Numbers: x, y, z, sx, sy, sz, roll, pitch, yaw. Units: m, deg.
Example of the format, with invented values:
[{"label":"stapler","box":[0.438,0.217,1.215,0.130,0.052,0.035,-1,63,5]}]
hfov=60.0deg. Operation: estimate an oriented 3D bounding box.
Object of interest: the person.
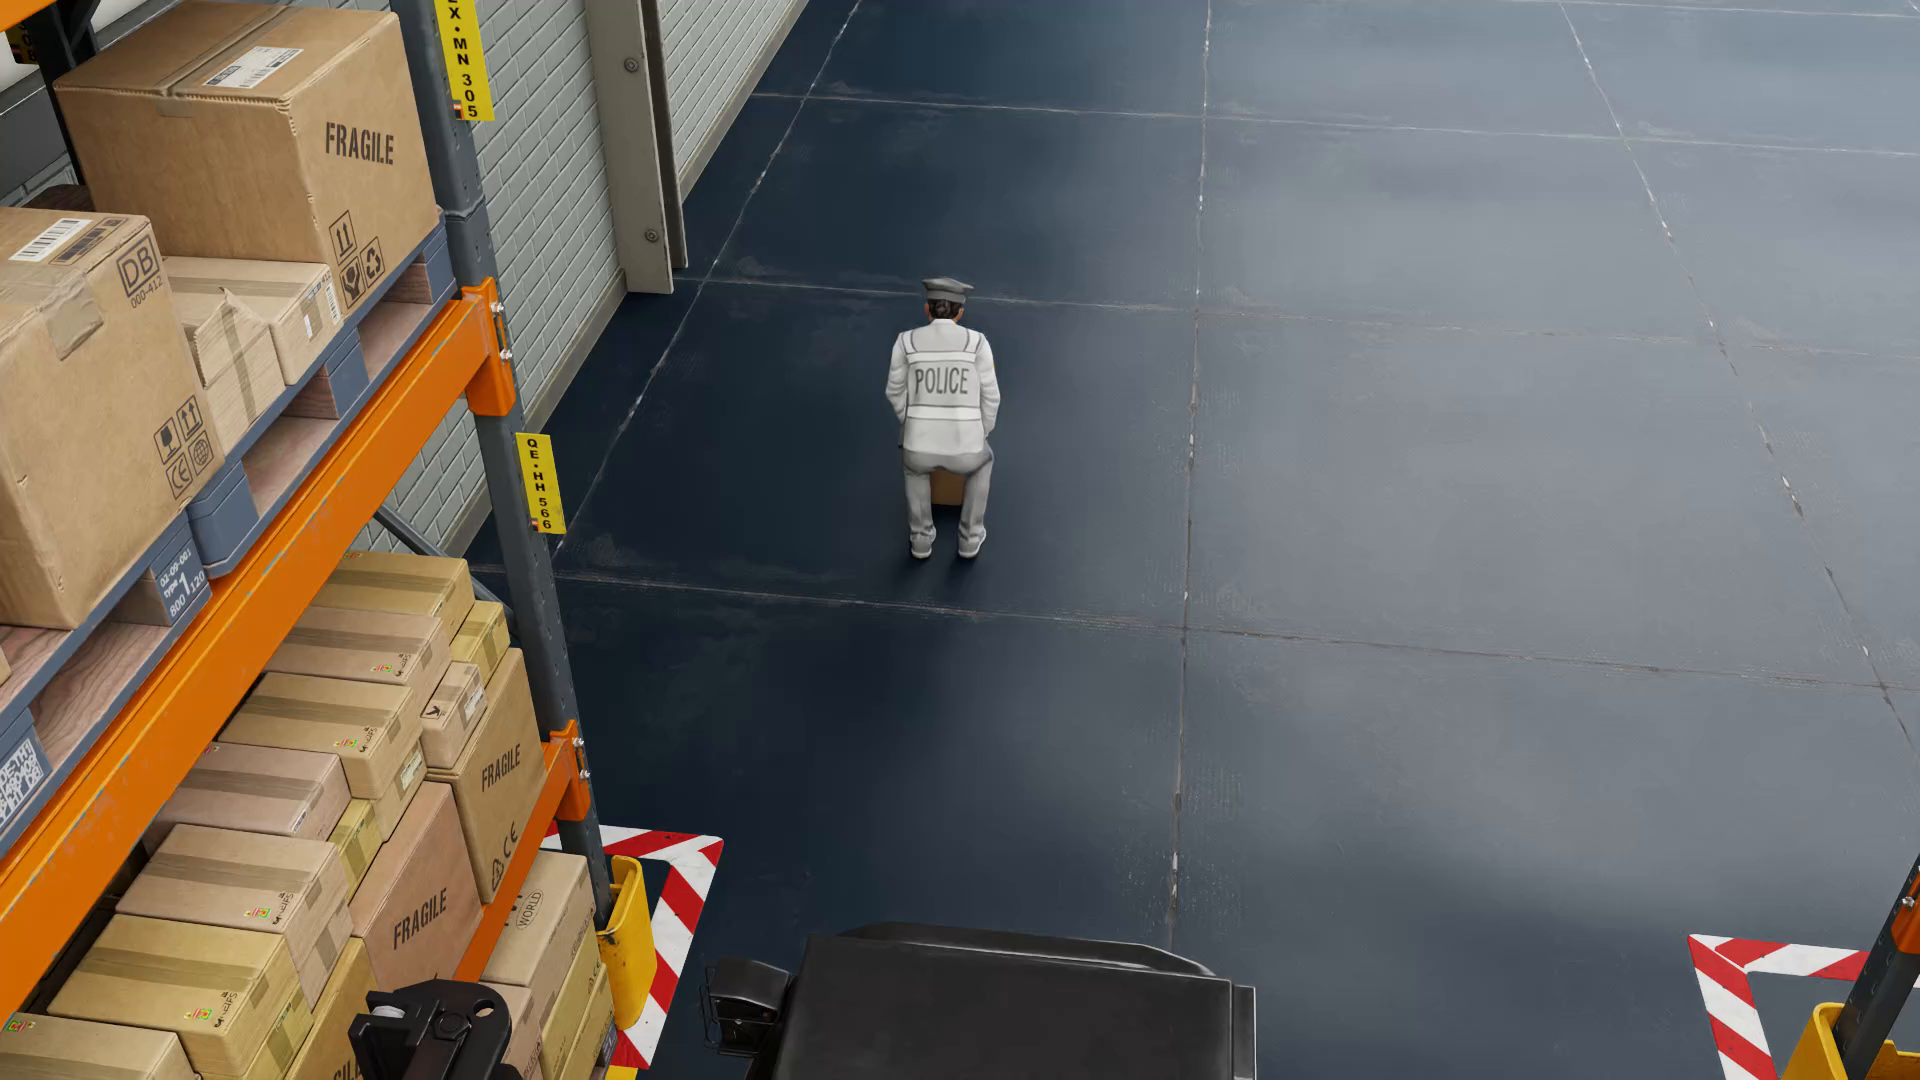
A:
[{"label":"person","box":[-0.089,-0.536,7.697,0.533,1.292,0.752,4,37,6]}]
